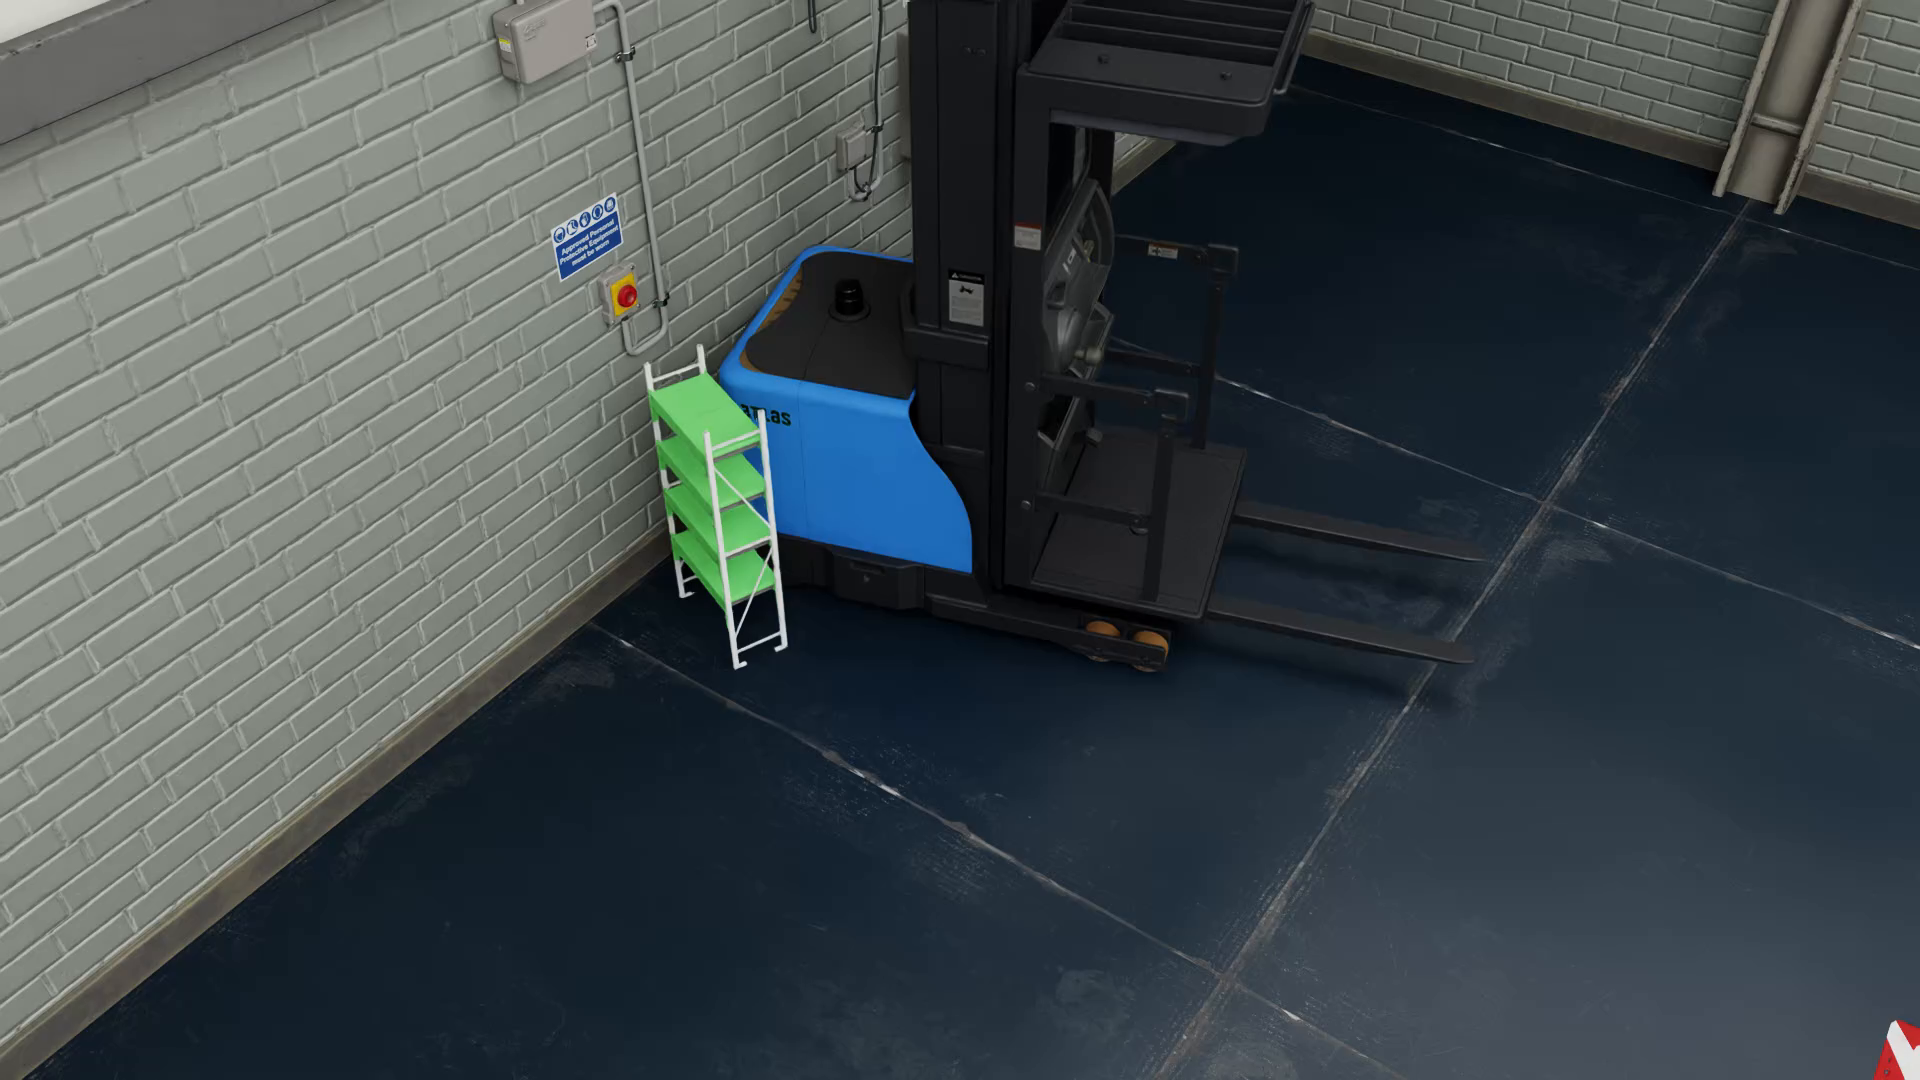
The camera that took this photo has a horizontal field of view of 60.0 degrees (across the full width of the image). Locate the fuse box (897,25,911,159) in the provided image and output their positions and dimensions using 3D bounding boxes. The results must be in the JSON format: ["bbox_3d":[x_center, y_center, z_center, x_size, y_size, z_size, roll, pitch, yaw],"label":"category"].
[{"bbox_3d":[0.056,-1.611,7.767,0.414,1.711,0.539,25,48,25],"label":"fuse box"}]

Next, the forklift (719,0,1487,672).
[{"bbox_3d":[0.628,-0.963,6.129,3.031,2.935,1.130,12,43,13],"label":"forklift"}]

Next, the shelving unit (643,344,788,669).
[{"bbox_3d":[-0.940,-0.111,6.475,0.258,1.200,0.503,-24,47,-24],"label":"shelving unit"}]

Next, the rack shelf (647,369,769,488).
[{"bbox_3d":[-0.940,-0.421,6.197,0.258,0.148,0.480,-24,47,-24],"label":"rack shelf"}]

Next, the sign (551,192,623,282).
[{"bbox_3d":[-1.348,-1.098,6.025,0.001,0.218,0.327,25,48,25],"label":"sign"}]

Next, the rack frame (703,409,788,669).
[{"bbox_3d":[-0.806,0.025,6.322,0.240,1.200,0.015,-24,47,-24],"label":"rack frame"}]

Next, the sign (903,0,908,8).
[{"bbox_3d":[-0.146,-2.448,7.117,0.001,0.242,0.339,25,48,25],"label":"sign"}]

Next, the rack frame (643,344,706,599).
[{"bbox_3d":[-1.074,-0.247,6.627,0.240,1.200,0.015,-24,47,-24],"label":"rack frame"}]

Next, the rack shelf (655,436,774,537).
[{"bbox_3d":[-0.940,-0.243,6.357,0.258,0.148,0.480,-24,47,-24],"label":"rack shelf"}]

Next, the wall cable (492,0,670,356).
[{"bbox_3d":[-1.270,-1.391,5.769,0.123,1.953,0.585,25,48,25],"label":"wall cable"}]

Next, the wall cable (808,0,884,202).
[{"bbox_3d":[-0.465,-2.158,6.650,0.122,1.984,0.588,25,48,25],"label":"wall cable"}]

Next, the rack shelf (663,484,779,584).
[{"bbox_3d":[-0.940,-0.064,6.517,0.258,0.148,0.480,-24,47,-24],"label":"rack shelf"}]

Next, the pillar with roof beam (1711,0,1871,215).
[{"bbox_3d":[2.045,-2.975,3.827,0.400,9.000,9.100,25,48,25],"label":"pillar with roof beam"}]

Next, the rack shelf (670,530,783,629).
[{"bbox_3d":[-0.940,0.115,6.677,0.258,0.148,0.480,-24,47,-24],"label":"rack shelf"}]
